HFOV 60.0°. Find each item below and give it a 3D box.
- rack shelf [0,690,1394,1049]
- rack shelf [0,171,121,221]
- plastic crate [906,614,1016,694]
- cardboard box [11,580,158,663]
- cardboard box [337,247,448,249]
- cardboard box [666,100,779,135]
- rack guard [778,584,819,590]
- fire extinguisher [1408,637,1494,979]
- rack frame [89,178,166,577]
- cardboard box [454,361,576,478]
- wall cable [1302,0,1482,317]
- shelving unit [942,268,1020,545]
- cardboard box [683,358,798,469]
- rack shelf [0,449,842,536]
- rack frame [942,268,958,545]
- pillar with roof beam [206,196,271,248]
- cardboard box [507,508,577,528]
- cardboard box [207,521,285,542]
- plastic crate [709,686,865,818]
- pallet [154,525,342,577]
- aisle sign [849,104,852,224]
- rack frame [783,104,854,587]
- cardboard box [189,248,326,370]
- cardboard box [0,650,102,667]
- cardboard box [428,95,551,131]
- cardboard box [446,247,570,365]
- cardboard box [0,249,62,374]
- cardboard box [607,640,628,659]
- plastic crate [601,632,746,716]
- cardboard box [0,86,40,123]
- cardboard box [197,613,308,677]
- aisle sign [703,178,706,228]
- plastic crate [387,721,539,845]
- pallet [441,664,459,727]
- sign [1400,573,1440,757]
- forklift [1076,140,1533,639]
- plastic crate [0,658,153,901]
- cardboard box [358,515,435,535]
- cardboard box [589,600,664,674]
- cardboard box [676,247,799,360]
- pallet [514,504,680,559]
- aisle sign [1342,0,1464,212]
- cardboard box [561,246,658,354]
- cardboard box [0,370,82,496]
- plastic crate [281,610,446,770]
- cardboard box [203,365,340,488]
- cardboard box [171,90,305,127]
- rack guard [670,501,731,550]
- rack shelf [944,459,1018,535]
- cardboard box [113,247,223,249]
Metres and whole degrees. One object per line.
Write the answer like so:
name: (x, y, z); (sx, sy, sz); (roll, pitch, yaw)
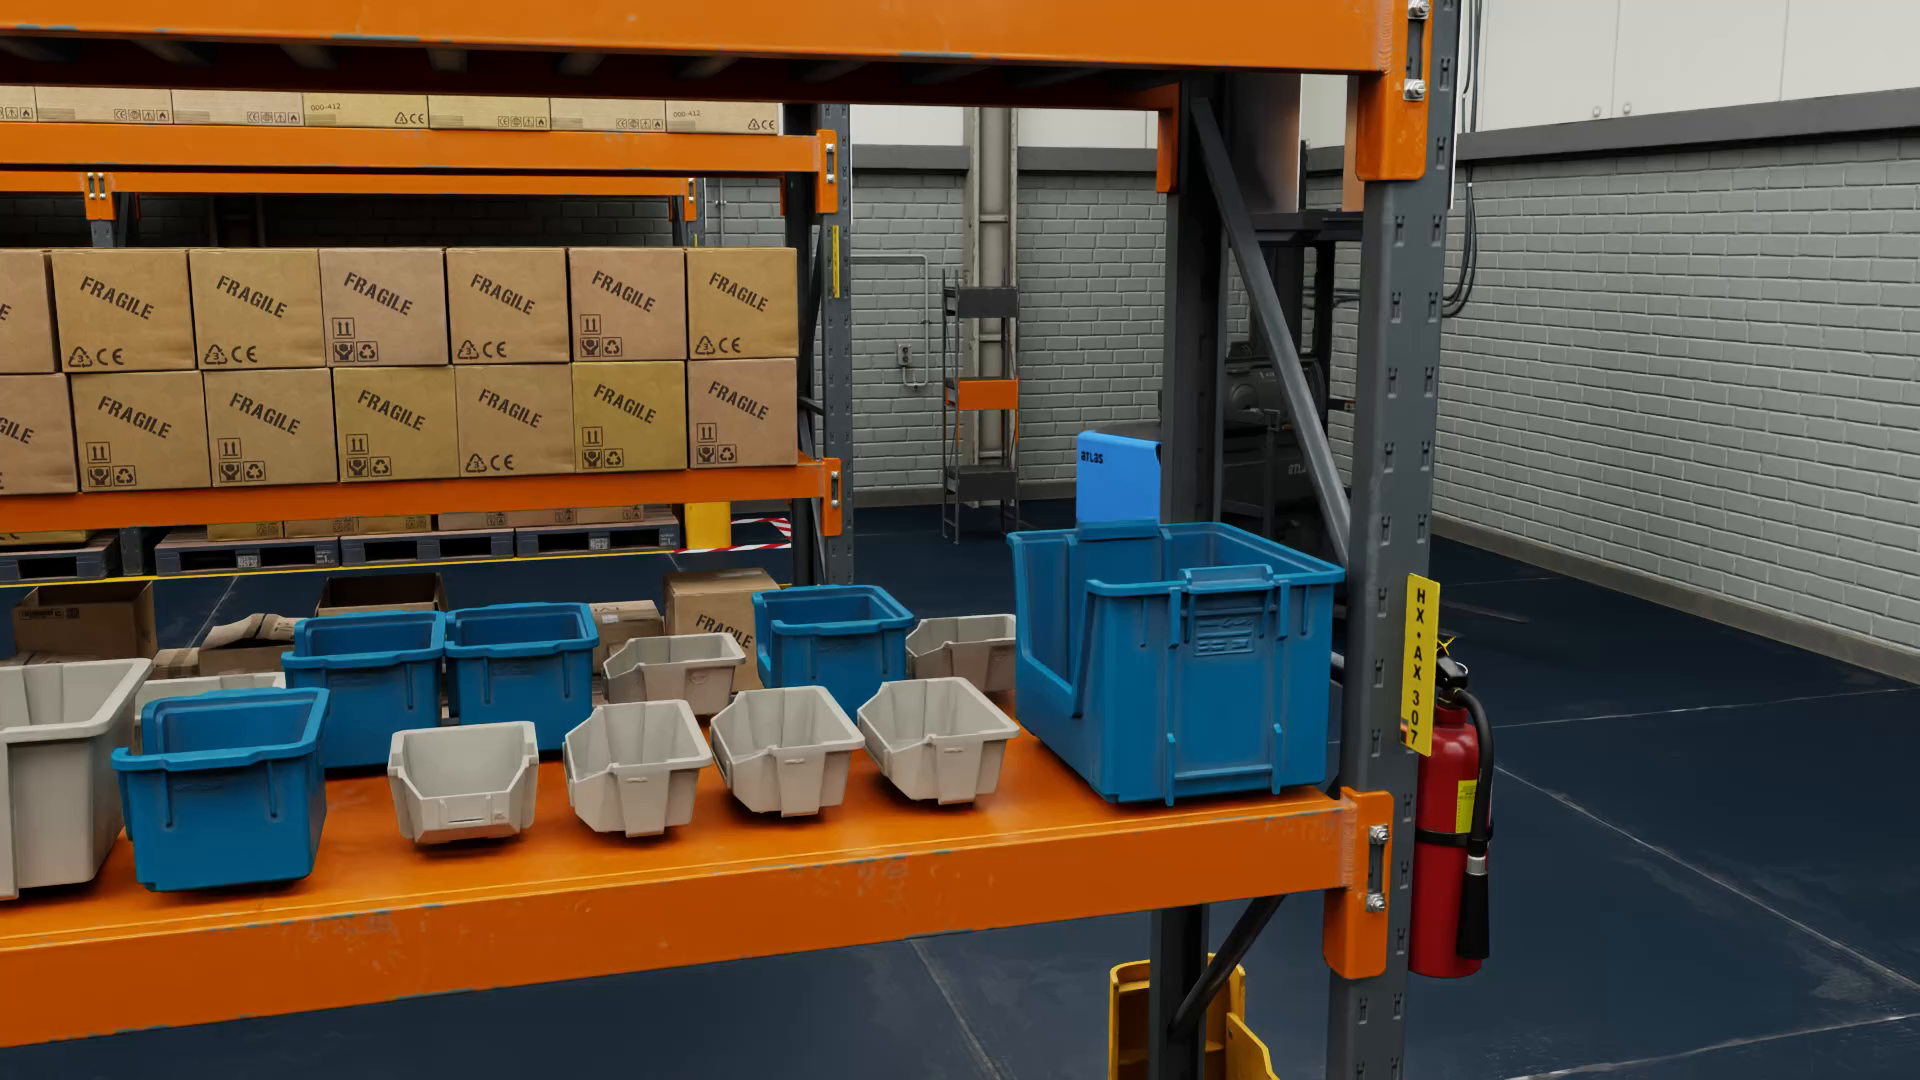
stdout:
rack shelf: (-1.243, 0.670, 3.109); (4.000, 0.370, 1.077); (-3, 11, -16)
rack shelf: (-7.853, -2.325, 11.093); (4.000, 0.370, 1.077); (-3, 11, -16)
plastic crate: (0.017, 0.272, 3.845); (0.298, 0.136, 0.250); (-3, 11, -16)
cardboard box: (-4.076, 0.491, 7.784); (0.500, 0.500, 0.500); (-3, 11, -16)
cardboard box: (-2.672, -1.132, 7.875); (0.500, 0.500, 0.500); (-3, 11, -16)
cardboard box: (-1.123, -1.976, 7.624); (0.500, 0.250, 0.500); (-3, 11, -16)
rack guard: (-0.777, 0.587, 8.478); (0.348, 0.500, 1.175); (-3, 11, -16)
fire extinguisher: (0.949, 0.508, 3.247); (0.183, 0.674, 0.296); (-3, 11, -16)
rack frame: (-5.932, -1.305, 11.849); (0.127, 3.000, 1.000); (-3, 11, -16)
cardboard box: (-2.035, -0.574, 7.605); (0.500, 0.500, 0.500); (-3, 11, -15)
wall cable: (3.439, -3.155, 13.904); (0.112, 2.526, 3.097); (-3, 11, -16)
shelving unit: (0.159, -1.041, 12.902); (0.503, 2.100, 0.431); (-3, 11, -16)
cardboard box: (-1.058, -0.625, 7.883); (0.500, 0.500, 0.500); (-3, 11, -14)
rack shelf: (-2.624, -0.191, 7.788); (4.000, 0.370, 1.077); (-3, 11, -16)
rack frame: (-0.075, -1.029, 12.835); (0.015, 2.100, 0.400); (-3, 11, -16)
pillar with roof beam: (-4.299, -3.693, 8.250); (0.400, 9.000, 9.100); (-3, 11, -16)
cardboard box: (-3.216, -0.406, 12.713); (0.500, 0.500, 0.700); (-3, 11, -16)
cardboard box: (-5.186, -0.302, 12.146); (0.500, 0.500, 0.700); (-3, 11, -15)
plastic crate: (-0.337, 0.400, 3.151); (0.243, 0.136, 0.396); (-3, 11, -16)
pallet: (-5.180, 0.042, 12.237); (1.213, 0.211, 1.003); (-3, 11, -16)
aisle sign: (-0.552, -1.875, 7.766); (0.004, 0.787, 0.394); (-3, 11, -16)
rack frame: (-0.704, -0.646, 8.272); (0.127, 3.000, 1.000); (-3, 11, -16)
cardboard box: (-3.024, -1.012, 7.220); (0.500, 0.500, 0.500); (-3, 11, -18)
cardboard box: (-4.081, 0.678, 7.287); (0.500, 0.311, 0.500); (-3, 11, -16)
cardboard box: (-2.083, -1.925, 7.347); (0.500, 0.250, 0.500); (-3, 11, -16)
cardboard box: (-2.035, -1.064, 7.504); (0.500, 0.500, 0.500); (-3, 11, -14)
cardboard box: (-4.013, -0.960, 6.937); (0.500, 0.500, 0.500); (-3, 11, -14)
cardboard box: (-1.571, 0.606, 8.081); (0.250, 0.166, 0.380); (-3, 11, -16)
plastic crate: (-0.634, 0.307, 3.659); (0.298, 0.136, 0.250); (-3, 11, -16)
cardboard box: (-4.008, -1.827, 6.815); (0.500, 0.250, 0.500); (-3, 11, -16)
cardboard box: (-3.356, 0.546, 8.007); (0.500, 0.311, 0.500); (-3, 11, -16)
aisle sign: (-1.939, -2.737, 12.450); (0.004, 0.787, 0.394); (-3, 11, -16)
plastic crate: (-0.877, 0.437, 2.953); (0.250, 0.136, 0.298); (-3, 11, -16)
pallet: (-2.711, 0.831, 7.952); (1.213, 0.211, 1.003); (-3, 11, -16)
sign: (0.847, 0.230, 3.064); (0.005, 0.325, 0.100); (-3, 11, -16)
forklift: (2.047, -0.951, 10.115); (1.130, 2.935, 3.031); (-8, 13, -36)
plastic crate: (-1.646, 0.401, 2.745); (0.530, 0.282, 0.437); (-3, 11, -16)
cardboard box: (-4.209, -0.352, 12.420); (0.500, 0.500, 0.700); (-3, 11, -15)
cardboard box: (-1.785, 0.493, 8.462); (0.500, 0.250, 0.500); (-3, 11, -16)
cardboard box: (-1.054, -1.117, 7.791); (0.500, 0.500, 0.500); (-3, 11, -16)
pallet: (-2.838, -0.082, 12.908); (1.213, 0.211, 1.003); (-3, 11, -16)
aisle sign: (0.828, -1.016, 3.102); (0.004, 0.787, 0.394); (-3, 11, -16)
cardboard box: (-1.703, -1.183, 8.149); (0.500, 0.500, 0.500); (-3, 11, -15)
cardboard box: (-3.979, -0.471, 7.046); (0.500, 0.500, 0.500); (-3, 11, -14)
plastic crate: (-1.204, 0.305, 3.402); (0.300, 0.233, 0.416); (-3, 11, -16)
cardboard box: (-3.007, -0.523, 7.326); (0.500, 0.500, 0.500); (-3, 11, -16)
cardboard box: (-3.046, -1.877, 7.084); (0.500, 0.250, 0.500); (-3, 11, -16)
rack guard: (-2.069, -0.279, 13.182); (0.348, 0.500, 1.175); (-3, 11, -16)
rack shelf: (0.159, -0.339, 13.031); (0.480, 0.518, 0.431); (-3, 11, -16)
cardboard box: (-3.640, -1.082, 7.600); (0.500, 0.500, 0.500); (-3, 11, -17)
